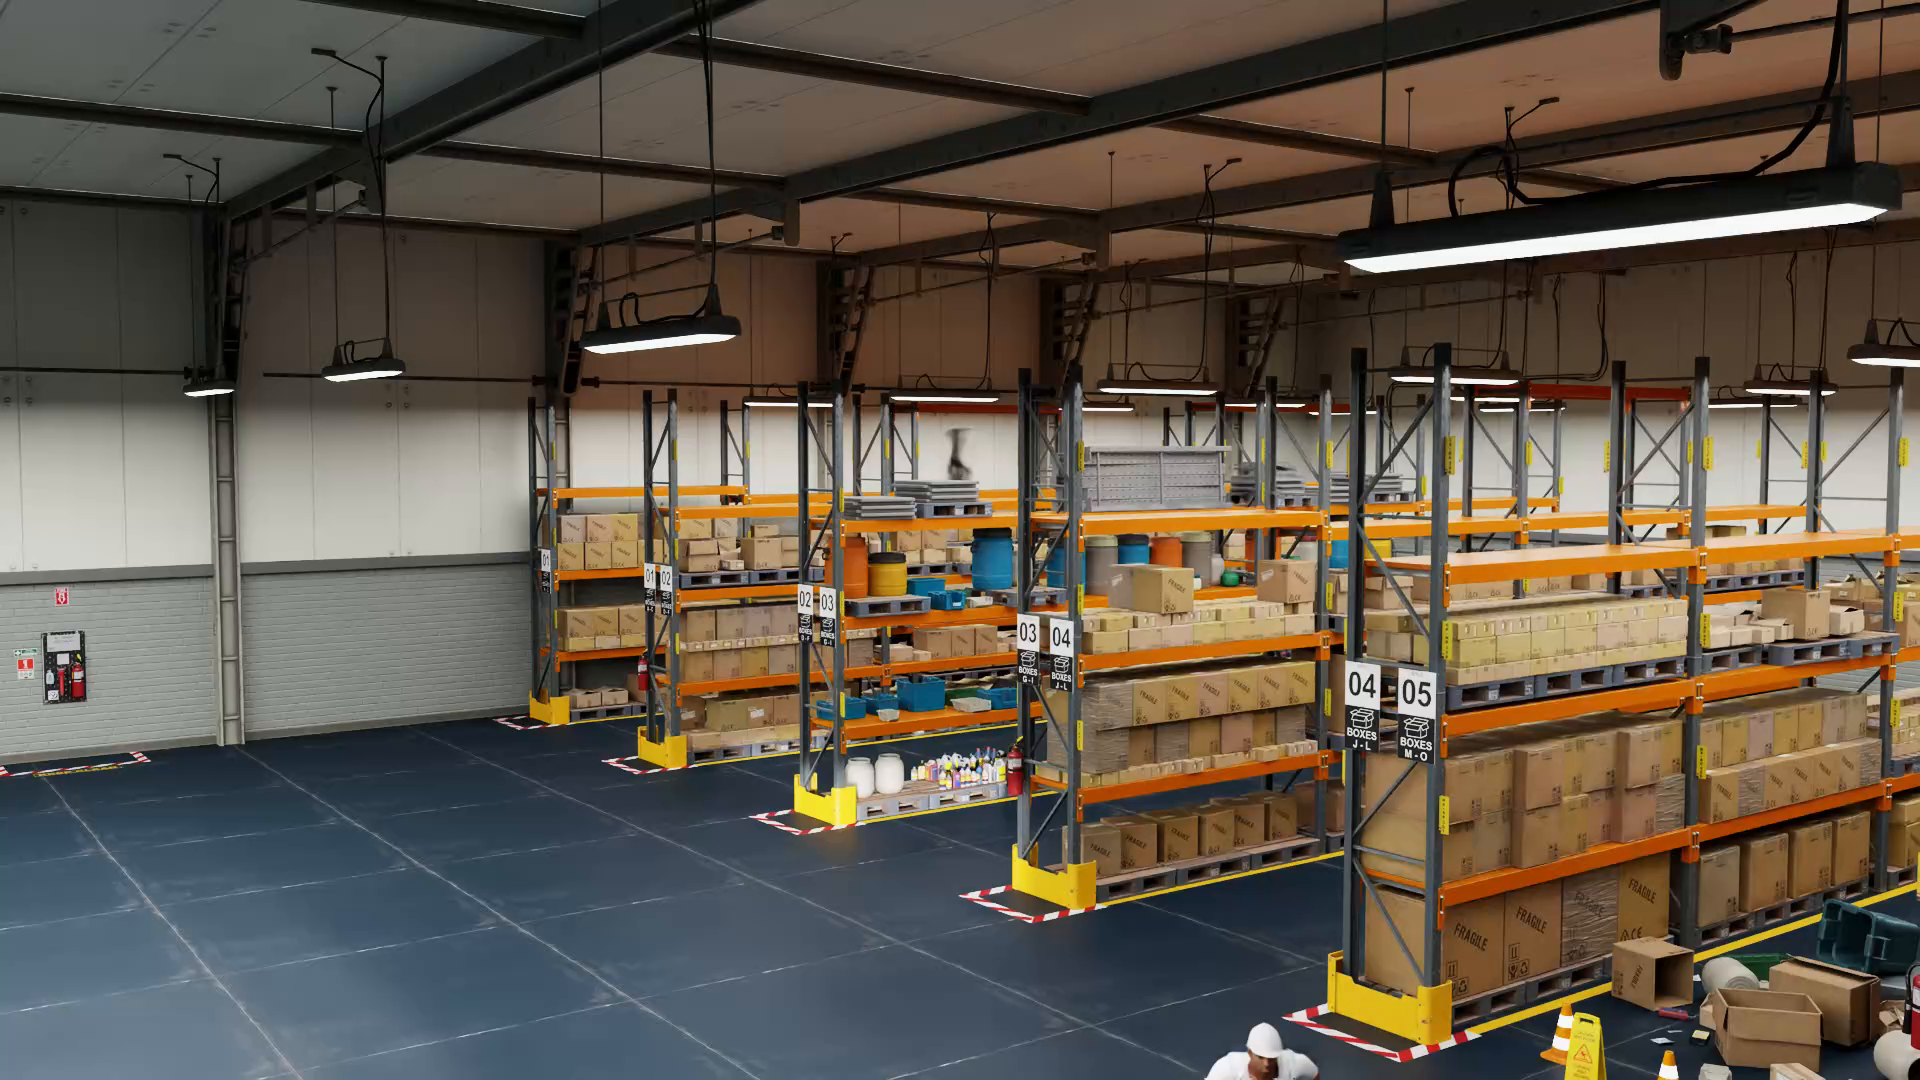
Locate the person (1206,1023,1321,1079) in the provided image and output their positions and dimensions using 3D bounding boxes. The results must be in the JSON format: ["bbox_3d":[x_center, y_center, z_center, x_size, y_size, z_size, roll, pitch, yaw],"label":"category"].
[{"bbox_3d":[1.852,3.667,10.318,0.734,1.592,1.046,0,3,0],"label":"person"}]
